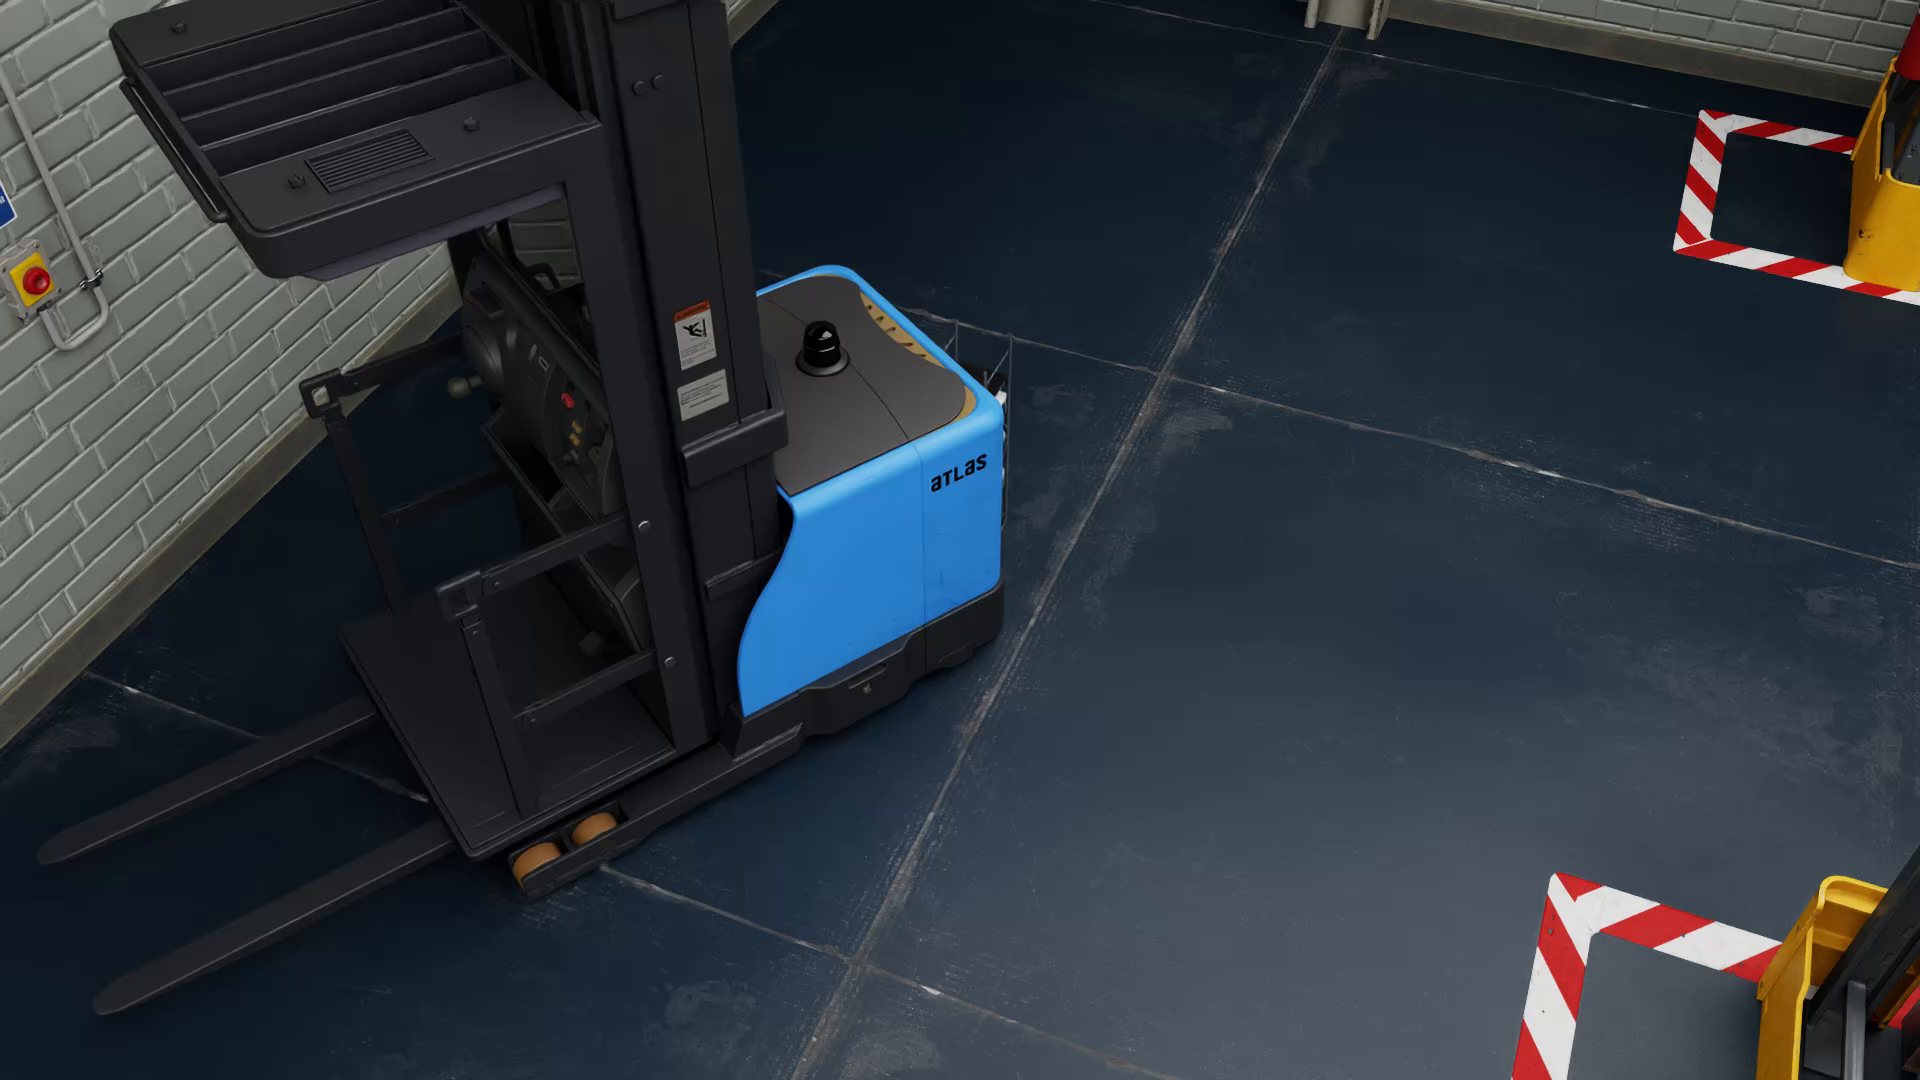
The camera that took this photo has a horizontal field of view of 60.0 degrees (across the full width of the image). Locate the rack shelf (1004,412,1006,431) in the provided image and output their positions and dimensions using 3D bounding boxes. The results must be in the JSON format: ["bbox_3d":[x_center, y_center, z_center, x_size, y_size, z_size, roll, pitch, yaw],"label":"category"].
[{"bbox_3d":[0.034,-0.380,5.914,0.200,0.077,0.258,17,47,16],"label":"rack shelf"}]

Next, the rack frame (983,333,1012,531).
[{"bbox_3d":[0.128,-0.311,5.925,0.006,0.900,0.240,17,47,16],"label":"rack frame"}]

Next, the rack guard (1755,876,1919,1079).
[{"bbox_3d":[2.327,1.520,4.368,0.348,0.500,1.175,16,47,16],"label":"rack guard"}]

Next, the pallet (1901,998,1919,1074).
[{"bbox_3d":[3.117,1.795,4.296,1.213,0.211,1.003,16,47,16],"label":"pallet"}]

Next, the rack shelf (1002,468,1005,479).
[{"bbox_3d":[0.034,-0.189,6.104,0.200,0.077,0.258,17,47,16],"label":"rack shelf"}]

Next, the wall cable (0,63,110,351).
[{"bbox_3d":[-2.864,-1.247,4.634,0.123,1.953,0.585,16,47,16],"label":"wall cable"}]

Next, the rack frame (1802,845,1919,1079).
[{"bbox_3d":[2.349,0.641,3.479,0.127,3.000,1.000,16,47,16],"label":"rack frame"}]

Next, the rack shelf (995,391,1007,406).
[{"bbox_3d":[0.034,-0.444,5.850,0.200,0.077,0.258,17,47,16],"label":"rack shelf"}]

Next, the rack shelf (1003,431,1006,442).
[{"bbox_3d":[0.034,-0.316,5.977,0.200,0.077,0.258,17,47,16],"label":"rack shelf"}]

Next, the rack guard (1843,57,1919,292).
[{"bbox_3d":[4.327,-1.685,7.589,0.348,0.500,1.175,16,47,16],"label":"rack guard"}]

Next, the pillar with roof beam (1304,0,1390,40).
[{"bbox_3d":[0.458,-3.235,3.121,0.400,9.000,9.100,16,47,16],"label":"pillar with roof beam"}]

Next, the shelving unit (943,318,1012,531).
[{"bbox_3d":[0.034,-0.340,5.954,0.210,0.900,0.258,17,47,16],"label":"shelving unit"}]

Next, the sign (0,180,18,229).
[{"bbox_3d":[-2.939,-0.956,4.893,0.001,0.218,0.327,16,47,16],"label":"sign"}]

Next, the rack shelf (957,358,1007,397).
[{"bbox_3d":[0.034,-0.508,5.787,0.200,0.077,0.258,17,47,16],"label":"rack shelf"}]

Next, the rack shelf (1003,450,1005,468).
[{"bbox_3d":[0.034,-0.252,6.041,0.200,0.077,0.258,17,47,16],"label":"rack shelf"}]

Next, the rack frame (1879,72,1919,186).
[{"bbox_3d":[4.257,-2.591,6.728,0.127,3.000,1.000,16,47,16],"label":"rack frame"}]

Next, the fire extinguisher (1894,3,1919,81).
[{"bbox_3d":[3.943,-2.171,6.624,0.183,0.674,0.296,16,47,16],"label":"fire extinguisher"}]

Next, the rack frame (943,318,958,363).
[{"bbox_3d":[-0.059,-0.368,5.982,0.006,0.900,0.240,17,47,16],"label":"rack frame"}]

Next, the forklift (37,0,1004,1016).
[{"bbox_3d":[-1.346,-0.369,4.543,3.031,2.935,1.130,-26,51,-24],"label":"forklift"}]

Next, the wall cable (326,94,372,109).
[{"bbox_3d":[-2.328,-2.162,5.576,0.122,1.984,0.588,16,47,16],"label":"wall cable"}]

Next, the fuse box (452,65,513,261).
[{"bbox_3d":[-1.920,-1.746,6.792,0.414,1.711,0.539,16,47,16],"label":"fuse box"}]
